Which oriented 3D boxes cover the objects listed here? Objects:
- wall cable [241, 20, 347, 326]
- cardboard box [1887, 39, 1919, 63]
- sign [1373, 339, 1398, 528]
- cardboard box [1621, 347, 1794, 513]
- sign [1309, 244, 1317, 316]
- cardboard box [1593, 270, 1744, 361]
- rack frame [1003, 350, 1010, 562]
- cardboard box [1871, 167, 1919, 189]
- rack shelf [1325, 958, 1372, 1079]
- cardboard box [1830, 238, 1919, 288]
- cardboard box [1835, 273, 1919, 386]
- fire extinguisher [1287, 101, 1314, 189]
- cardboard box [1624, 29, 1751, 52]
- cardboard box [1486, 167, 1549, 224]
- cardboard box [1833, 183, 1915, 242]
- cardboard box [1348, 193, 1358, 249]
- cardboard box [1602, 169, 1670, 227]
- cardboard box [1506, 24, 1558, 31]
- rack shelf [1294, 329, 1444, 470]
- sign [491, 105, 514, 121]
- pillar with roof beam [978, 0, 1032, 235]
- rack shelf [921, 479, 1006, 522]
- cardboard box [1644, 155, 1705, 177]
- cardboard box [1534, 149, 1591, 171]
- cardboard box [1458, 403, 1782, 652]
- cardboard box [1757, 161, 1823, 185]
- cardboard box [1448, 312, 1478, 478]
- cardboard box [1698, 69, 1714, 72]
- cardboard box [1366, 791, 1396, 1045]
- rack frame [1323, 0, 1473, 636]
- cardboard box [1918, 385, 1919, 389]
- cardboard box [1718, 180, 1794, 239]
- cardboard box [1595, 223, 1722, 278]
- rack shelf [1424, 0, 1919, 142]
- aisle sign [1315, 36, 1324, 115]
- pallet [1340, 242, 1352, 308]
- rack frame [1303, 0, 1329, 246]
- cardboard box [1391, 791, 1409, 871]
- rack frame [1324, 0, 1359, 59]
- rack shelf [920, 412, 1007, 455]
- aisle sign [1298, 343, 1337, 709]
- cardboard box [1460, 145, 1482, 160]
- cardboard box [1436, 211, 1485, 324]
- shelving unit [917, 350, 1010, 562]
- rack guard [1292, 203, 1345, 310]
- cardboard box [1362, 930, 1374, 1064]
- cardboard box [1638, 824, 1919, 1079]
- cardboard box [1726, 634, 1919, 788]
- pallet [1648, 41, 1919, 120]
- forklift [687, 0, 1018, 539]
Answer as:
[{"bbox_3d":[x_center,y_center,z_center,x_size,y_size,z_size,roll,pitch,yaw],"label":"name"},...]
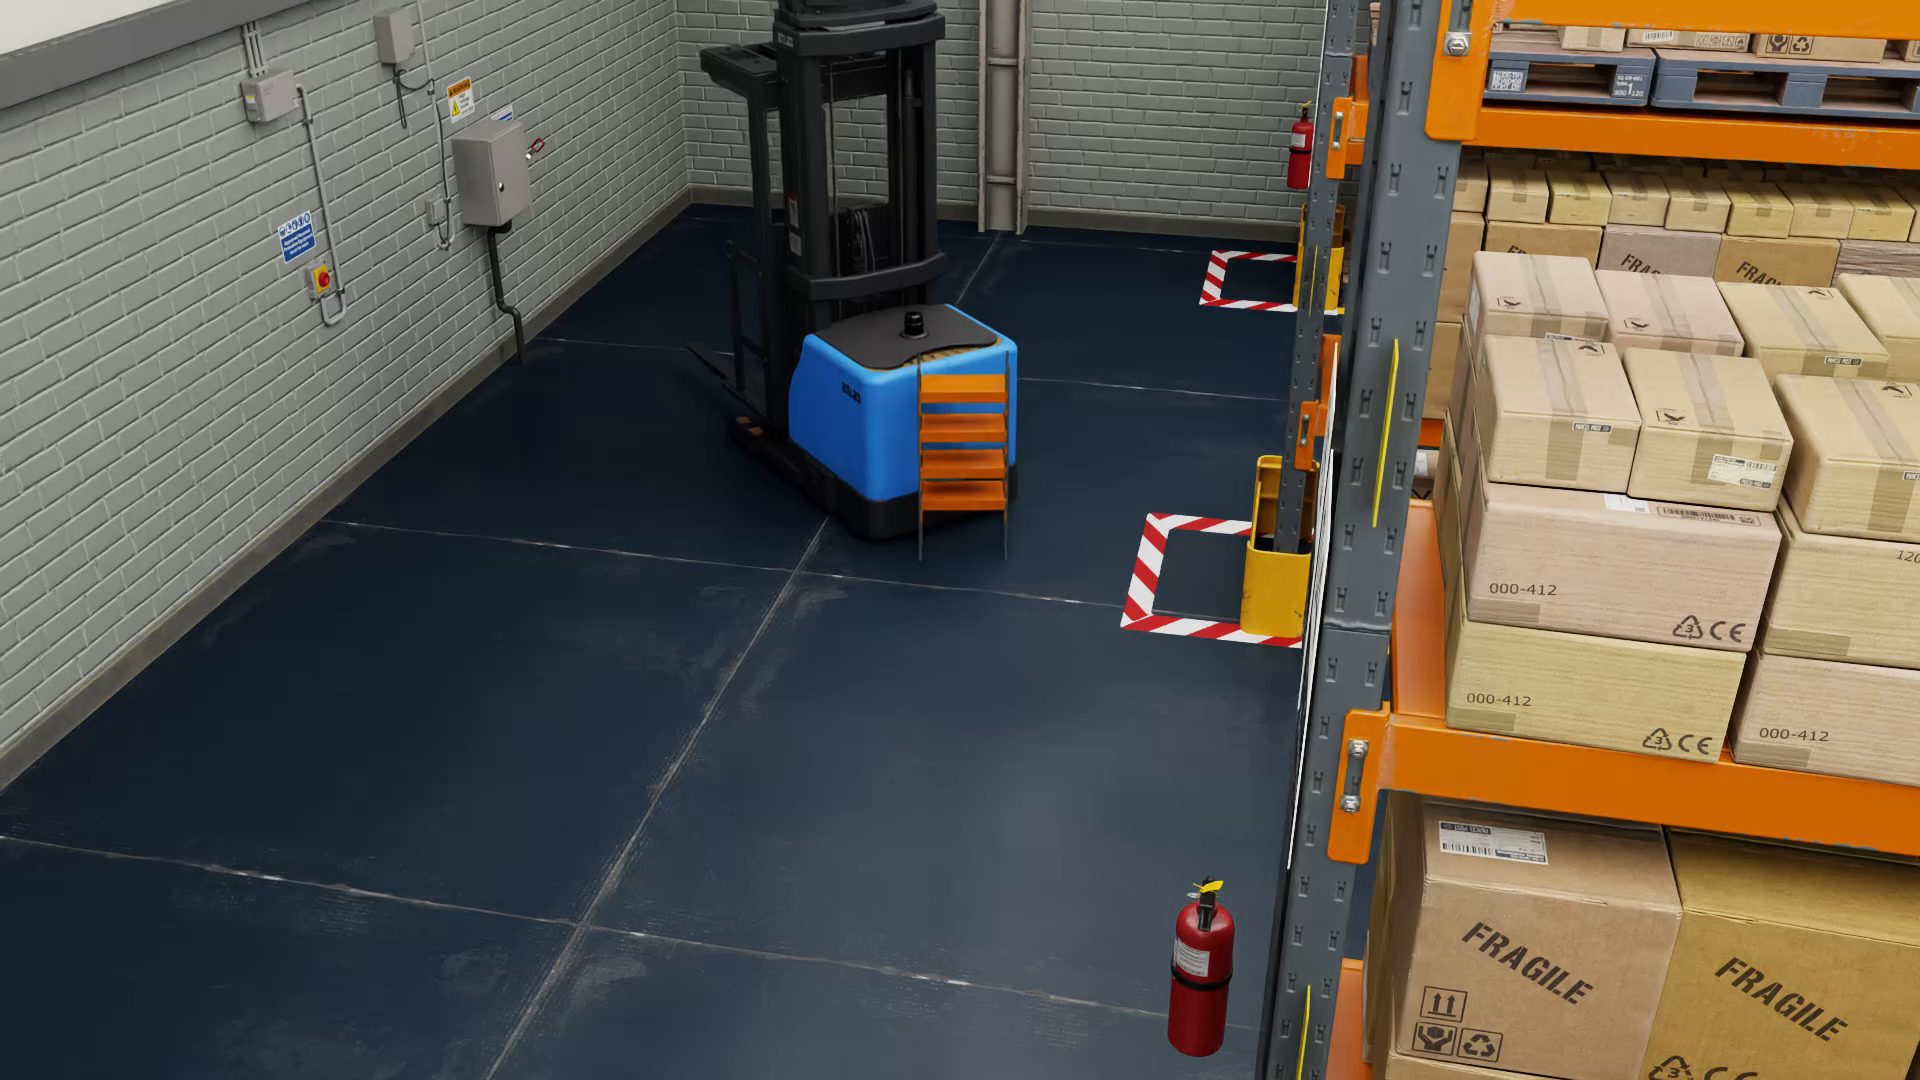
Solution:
[{"bbox_3d":[-3.721,-2.091,9.356,0.123,1.953,0.585,6,29,11],"label":"wall cable"},{"bbox_3d":[4.384,-2.386,7.211,0.637,0.503,0.797,8,30,14],"label":"cardboard box"},{"bbox_3d":[0.750,-0.187,2.934,0.005,0.325,0.100,6,29,11],"label":"sign"},{"bbox_3d":[1.378,-0.213,3.113,0.250,0.149,0.380,7,29,13],"label":"cardboard box"},{"bbox_3d":[1.676,-1.232,7.893,0.005,0.325,0.100,6,29,11],"label":"sign"},{"bbox_3d":[1.475,-0.431,3.510,0.250,0.149,0.380,6,29,11],"label":"cardboard box"},{"bbox_3d":[0.261,-0.460,9.341,0.015,1.200,0.240,0,29,-1],"label":"rack frame"},{"bbox_3d":[4.458,-1.715,7.938,0.250,0.149,0.380,5,29,9],"label":"cardboard box"},{"bbox_3d":[2.819,1.773,4.136,4.000,0.370,1.077,6,29,11],"label":"rack shelf"},{"bbox_3d":[4.196,-1.178,7.632,0.500,0.500,0.500,6,29,11],"label":"cardboard box"},{"bbox_3d":[2.002,-0.420,3.490,0.250,0.149,0.380,6,29,11],"label":"cardboard box"},{"bbox_3d":[2.590,-3.009,12.592,0.183,0.674,0.296,6,29,11],"label":"fire extinguisher"},{"bbox_3d":[3.251,-2.409,7.454,0.500,0.311,0.500,6,29,11],"label":"cardboard box"},{"bbox_3d":[2.589,-1.606,7.739,0.250,0.149,0.380,7,29,12],"label":"cardboard box"},{"bbox_3d":[4.105,-1.483,7.514,0.250,0.149,0.380,5,29,9],"label":"cardboard box"},{"bbox_3d":[3.409,-2.392,13.158,0.637,0.503,0.797,5,29,9],"label":"cardboard box"},{"bbox_3d":[3.118,-1.587,7.704,0.250,0.149,0.380,6,29,11],"label":"cardboard box"},{"bbox_3d":[2.684,-2.504,7.796,0.250,0.149,0.380,4,29,7],"label":"cardboard box"},{"bbox_3d":[3.754,-0.561,8.401,4.000,0.370,1.077,6,29,11],"label":"rack shelf"},{"bbox_3d":[-3.239,-2.815,11.867,0.001,0.494,0.329,6,29,11],"label":"sign"},{"bbox_3d":[-0.517,-4.712,8.987,0.400,9.000,9.100,6,29,11],"label":"pillar with roof beam"},{"bbox_3d":[0.017,-0.226,9.466,0.480,0.148,0.258,0,29,-1],"label":"rack shelf"},{"bbox_3d":[3.450,-1.800,8.094,0.250,0.149,0.380,7,29,12],"label":"cardboard box"},{"bbox_3d":[2.952,-1.857,8.198,0.250,0.149,0.380,7,29,12],"label":"cardboard box"},{"bbox_3d":[1.248,-0.045,3.220,0.500,0.250,0.500,6,29,11],"label":"cardboard box"},{"bbox_3d":[3.970,-1.758,8.017,0.250,0.149,0.380,6,29,11],"label":"cardboard box"},{"bbox_3d":[1.367,-0.285,3.659,0.500,0.250,0.500,5,29,9],"label":"cardboard box"},{"bbox_3d":[5.342,-3.676,12.406,0.500,0.500,0.500,5,29,9],"label":"cardboard box"},{"bbox_3d":[1.356,1.007,4.373,0.500,0.500,0.500,6,29,12],"label":"cardboard box"},{"bbox_3d":[0.863,-1.374,2.889,0.127,3.000,1.000,6,29,11],"label":"rack frame"},{"bbox_3d":[1.866,-0.127,2.955,0.250,0.149,0.380,6,29,11],"label":"cardboard box"},{"bbox_3d":[3.595,-1.503,7.552,0.250,0.149,0.380,5,29,9],"label":"cardboard box"},{"bbox_3d":[3.220,-1.281,7.822,0.500,0.500,0.500,6,29,10],"label":"cardboard box"},{"bbox_3d":[2.819,-0.857,2.696,4.000,0.370,1.077,6,29,11],"label":"rack shelf"},{"bbox_3d":[1.792,-2.371,8.249,0.004,0.787,0.394,6,29,11],"label":"aisle sign"},{"bbox_3d":[3.685,-2.099,13.364,1.213,0.211,1.003,6,29,11],"label":"pallet"},{"bbox_3d":[2.831,-3.409,12.853,0.127,3.000,1.000,6,29,11],"label":"rack frame"},{"bbox_3d":[1.363,0.574,4.124,0.500,0.500,0.500,5,29,10],"label":"cardboard box"},{"bbox_3d":[1.798,-3.709,7.154,0.127,3.000,1.000,6,29,11],"label":"rack frame"},{"bbox_3d":[0.017,-0.596,9.264,0.480,0.148,0.258,0,29,-1],"label":"rack shelf"},{"bbox_3d":[0.854,-0.031,3.976,0.004,0.787,0.394,6,29,11],"label":"aisle sign"},{"bbox_3d":[2.444,-1.888,8.255,0.250,0.149,0.380,6,29,11],"label":"cardboard box"},{"bbox_3d":[2.208,-1.378,7.998,0.500,0.500,0.500,5,29,9],"label":"cardboard box"},{"bbox_3d":[0.017,-0.459,9.339,0.503,1.200,0.258,0,29,-1],"label":"shelving unit"},{"bbox_3d":[2.905,-2.305,13.439,0.348,0.500,1.175,6,29,11],"label":"rack guard"},{"bbox_3d":[1.241,1.268,4.573,0.250,0.149,0.380,6,29,11],"label":"cardboard box"},{"bbox_3d":[1.742,0.862,3.597,0.500,0.500,0.500,7,29,12],"label":"cardboard box"},{"bbox_3d":[1.763,0.227,3.244,0.500,0.250,0.500,7,29,12],"label":"cardboard box"},{"bbox_3d":[3.722,-2.163,7.547,1.213,0.211,1.003,6,29,11],"label":"pallet"},{"bbox_3d":[-0.860,-1.960,10.279,1.130,2.935,3.031,-17,33,-28],"label":"forklift"}]
